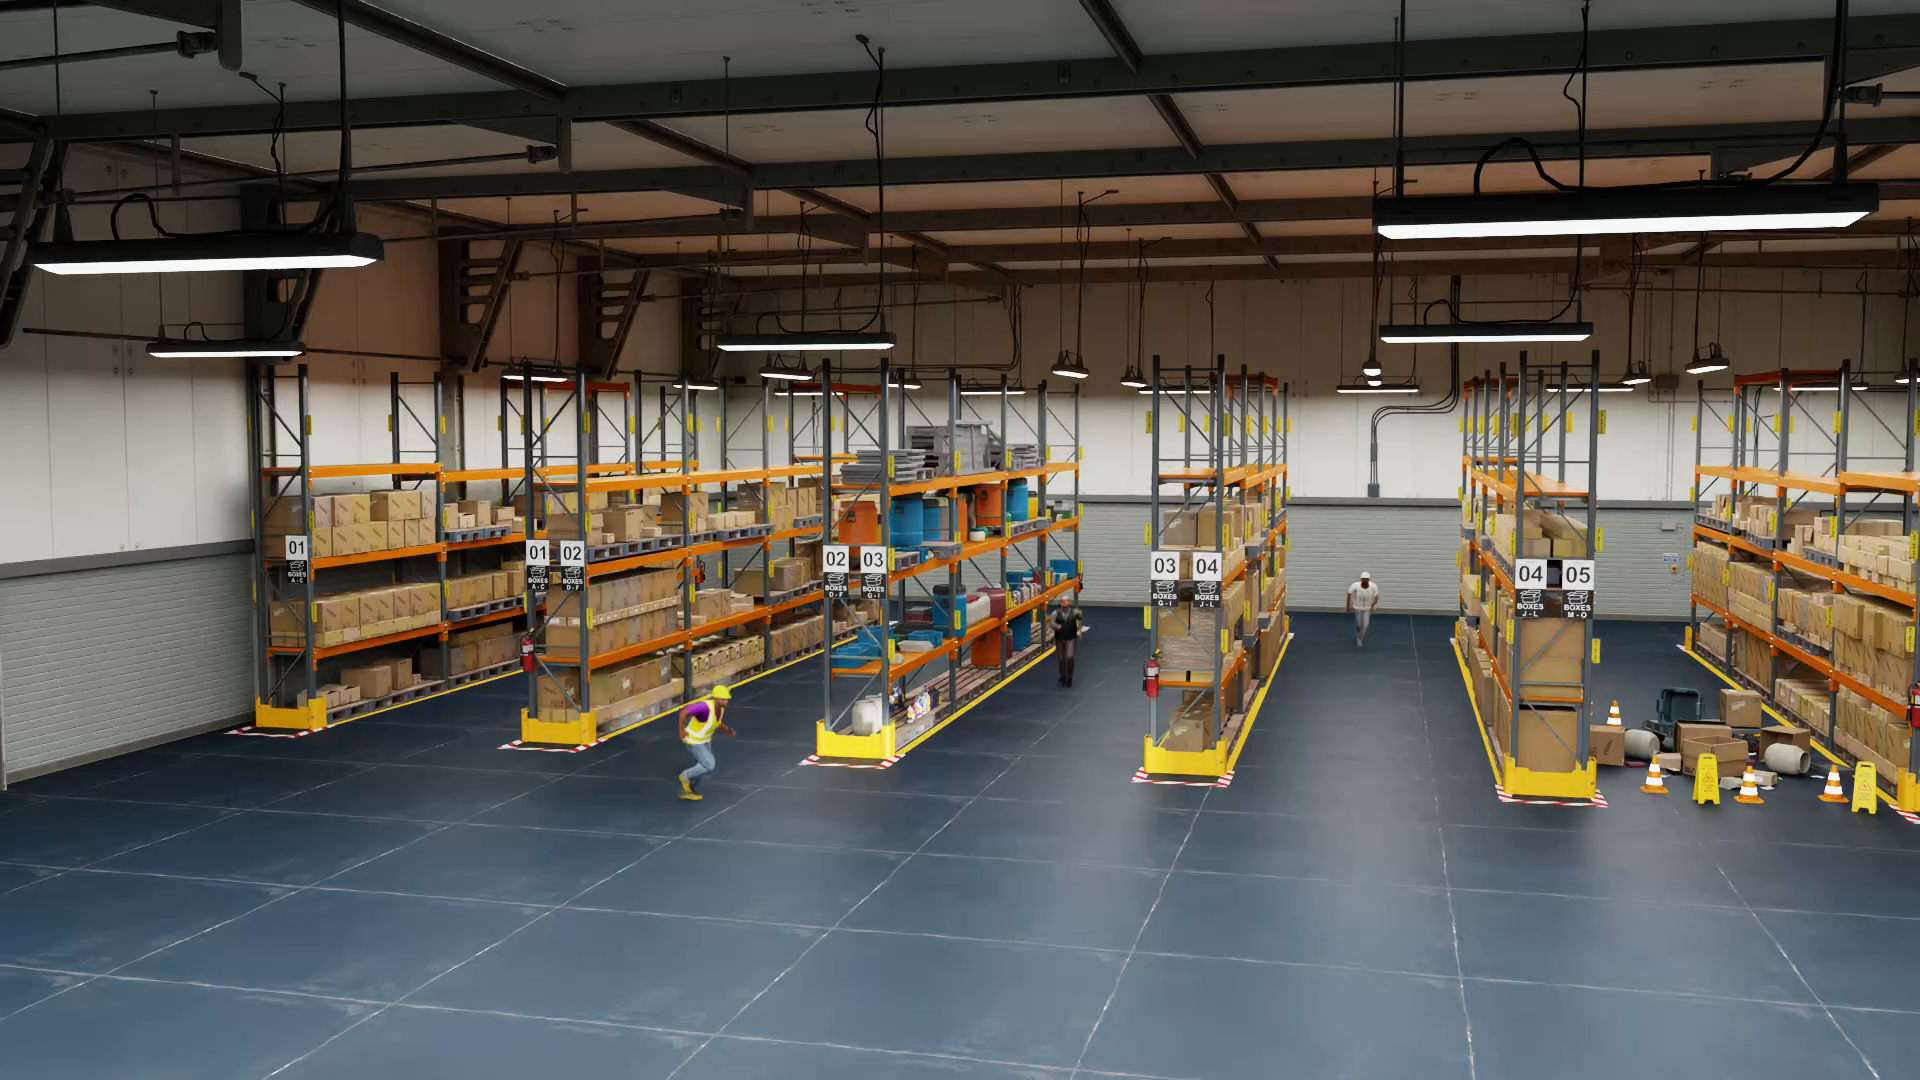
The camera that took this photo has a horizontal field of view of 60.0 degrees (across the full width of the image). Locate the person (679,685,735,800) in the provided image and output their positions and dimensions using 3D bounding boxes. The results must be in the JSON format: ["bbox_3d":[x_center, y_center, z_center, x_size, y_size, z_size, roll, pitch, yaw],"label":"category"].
[{"bbox_3d":[-3.391,2.698,22.007,0.825,1.574,0.734,2,4,24],"label":"person"}]

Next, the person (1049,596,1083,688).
[{"bbox_3d":[2.028,1.949,31.892,0.636,1.773,0.830,1,4,8],"label":"person"}]

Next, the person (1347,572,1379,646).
[{"bbox_3d":[9.146,1.561,37.726,0.690,1.693,0.657,0,4,0],"label":"person"}]
